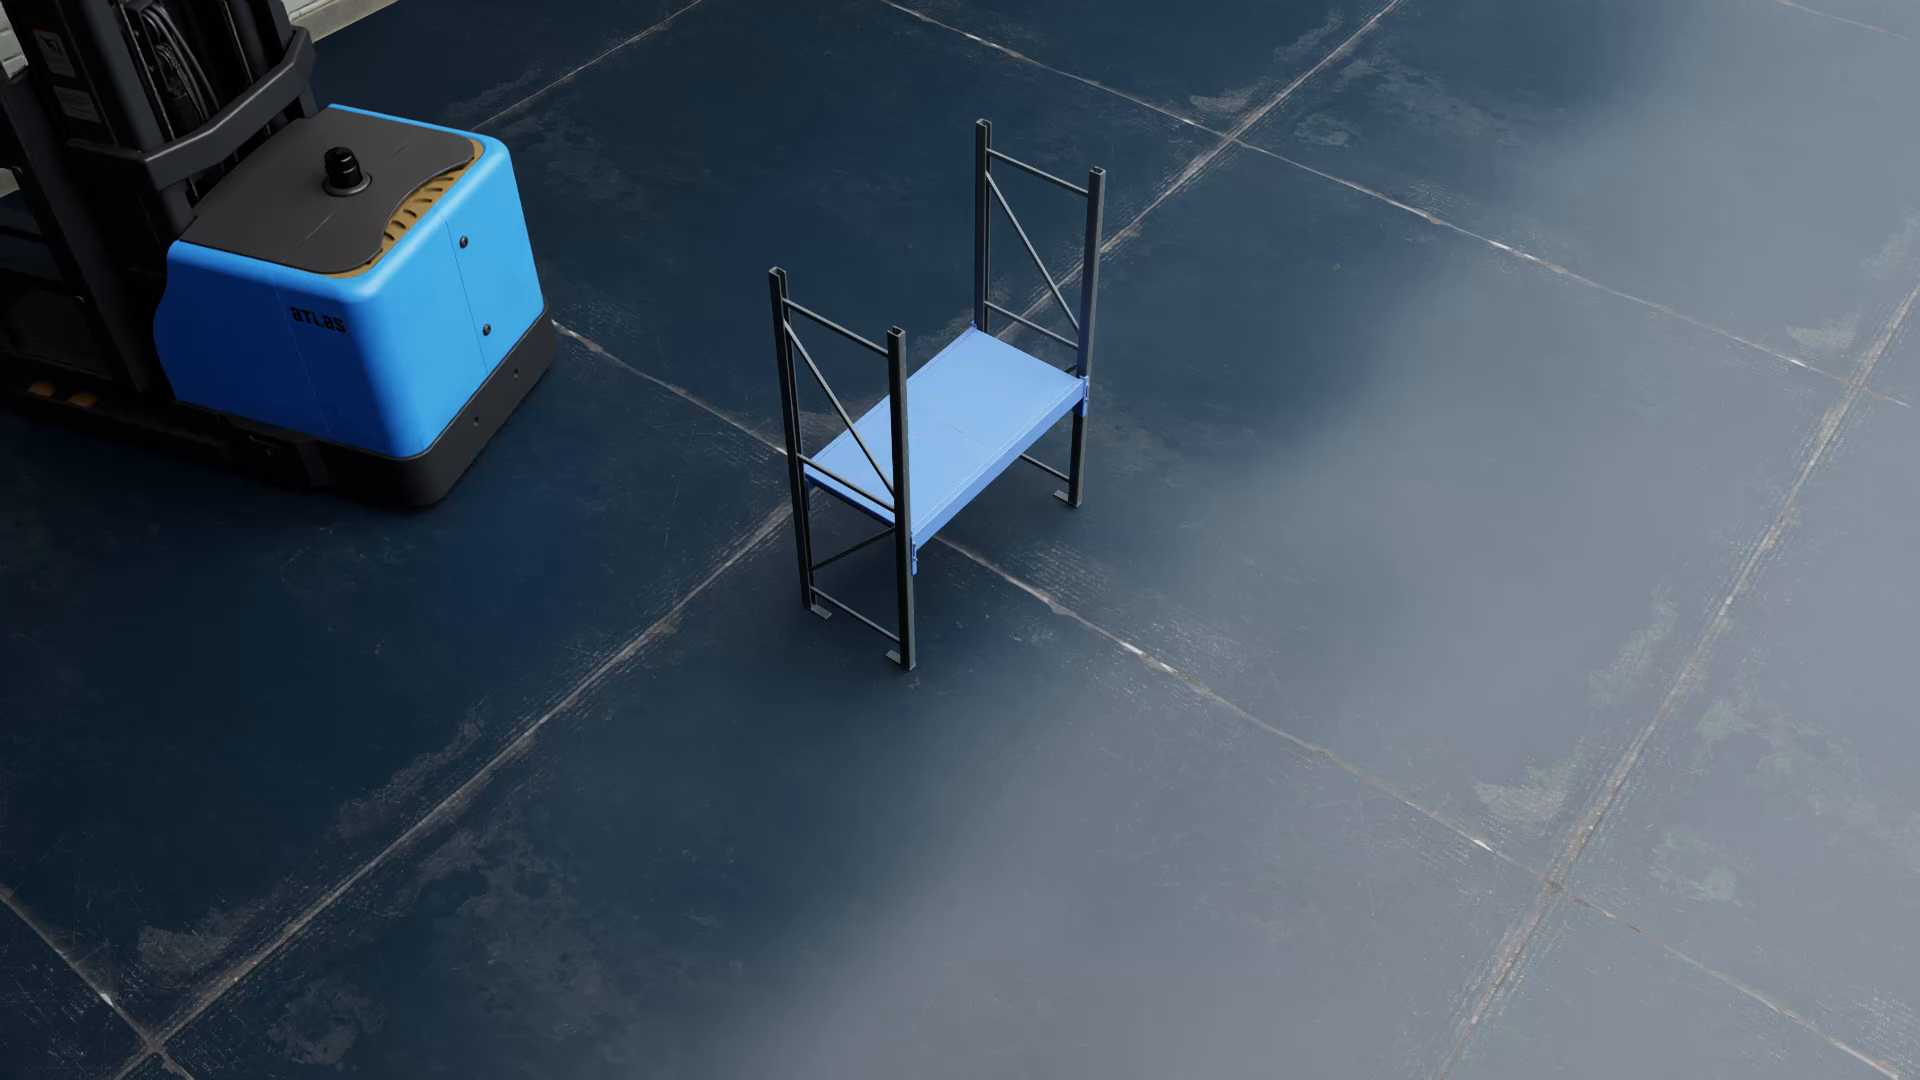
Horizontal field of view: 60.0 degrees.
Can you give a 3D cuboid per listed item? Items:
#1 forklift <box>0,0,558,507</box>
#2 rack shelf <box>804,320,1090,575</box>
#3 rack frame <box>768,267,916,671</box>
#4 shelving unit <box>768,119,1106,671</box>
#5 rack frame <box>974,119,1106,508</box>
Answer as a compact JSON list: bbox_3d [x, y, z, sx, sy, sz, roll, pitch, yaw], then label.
[{"bbox_3d":[-3.240,-1.791,5.934,3.031,2.935,1.130,14,48,13],"label":"forklift"},{"bbox_3d":[-0.052,-0.345,5.791,0.538,0.185,1.000,29,53,25],"label":"rack shelf"},{"bbox_3d":[-0.363,-0.178,5.383,0.500,1.500,0.032,29,53,25],"label":"rack frame"},{"bbox_3d":[-0.052,-0.469,5.661,0.538,1.500,1.048,29,53,25],"label":"shelving unit"},{"bbox_3d":[0.259,-0.760,5.939,0.500,1.500,0.032,29,53,25],"label":"rack frame"}]
